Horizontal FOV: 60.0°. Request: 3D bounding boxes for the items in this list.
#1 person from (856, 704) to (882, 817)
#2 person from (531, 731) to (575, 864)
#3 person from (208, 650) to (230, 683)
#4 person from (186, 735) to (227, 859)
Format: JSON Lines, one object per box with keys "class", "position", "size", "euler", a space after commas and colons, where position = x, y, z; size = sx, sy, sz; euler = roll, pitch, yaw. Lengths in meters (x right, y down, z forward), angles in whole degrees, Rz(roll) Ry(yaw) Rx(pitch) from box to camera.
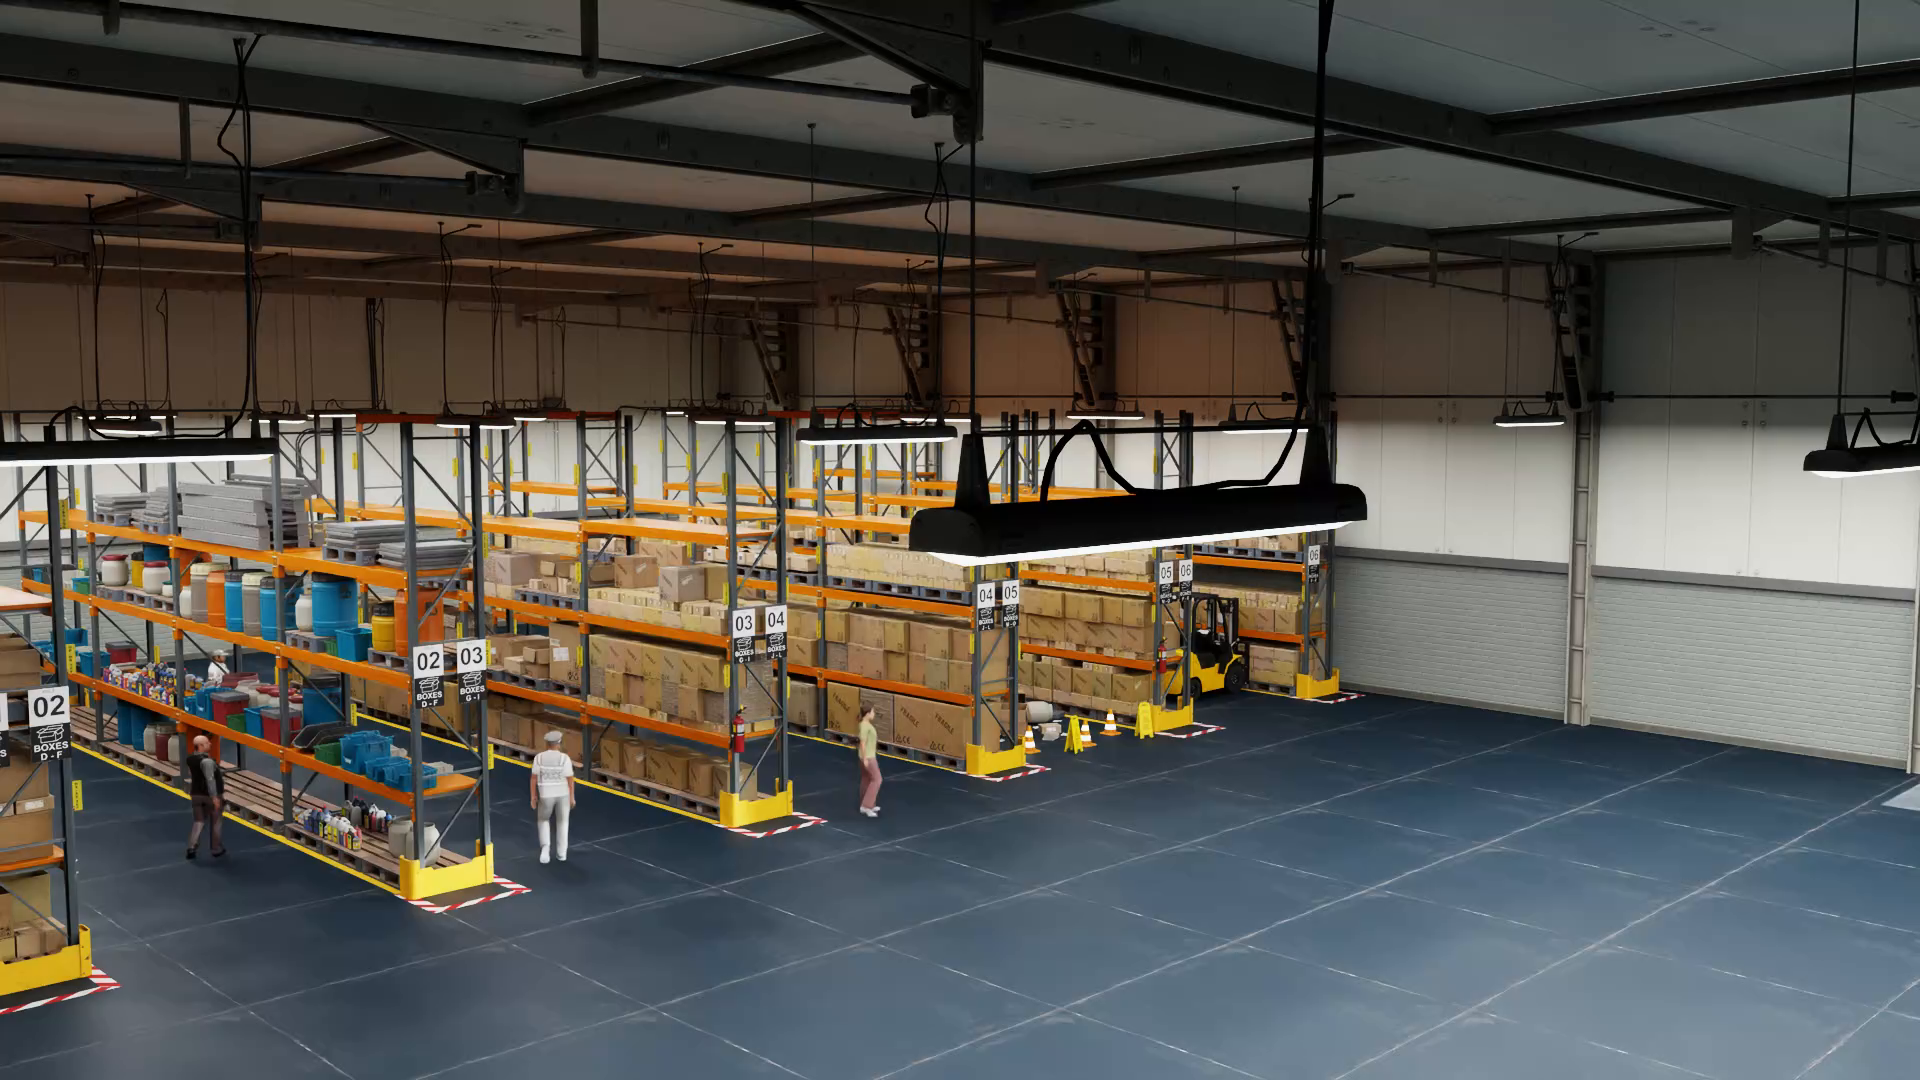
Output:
{"class": "person", "position": [-1.392, 3.321, 25.228], "size": [0.388, 1.686, 0.505], "euler": [-1, 5, -8]}
{"class": "person", "position": [-5.523, 3.491, 22.563], "size": [0.587, 1.780, 0.498], "euler": [-1, 5, -12]}
{"class": "person", "position": [-13.771, 2.834, 30.896], "size": [0.881, 1.615, 0.495], "euler": [3, 6, 34]}
{"class": "person", "position": [-10.313, 3.513, 22.722], "size": [0.517, 1.722, 0.678], "euler": [1, 5, 11]}
